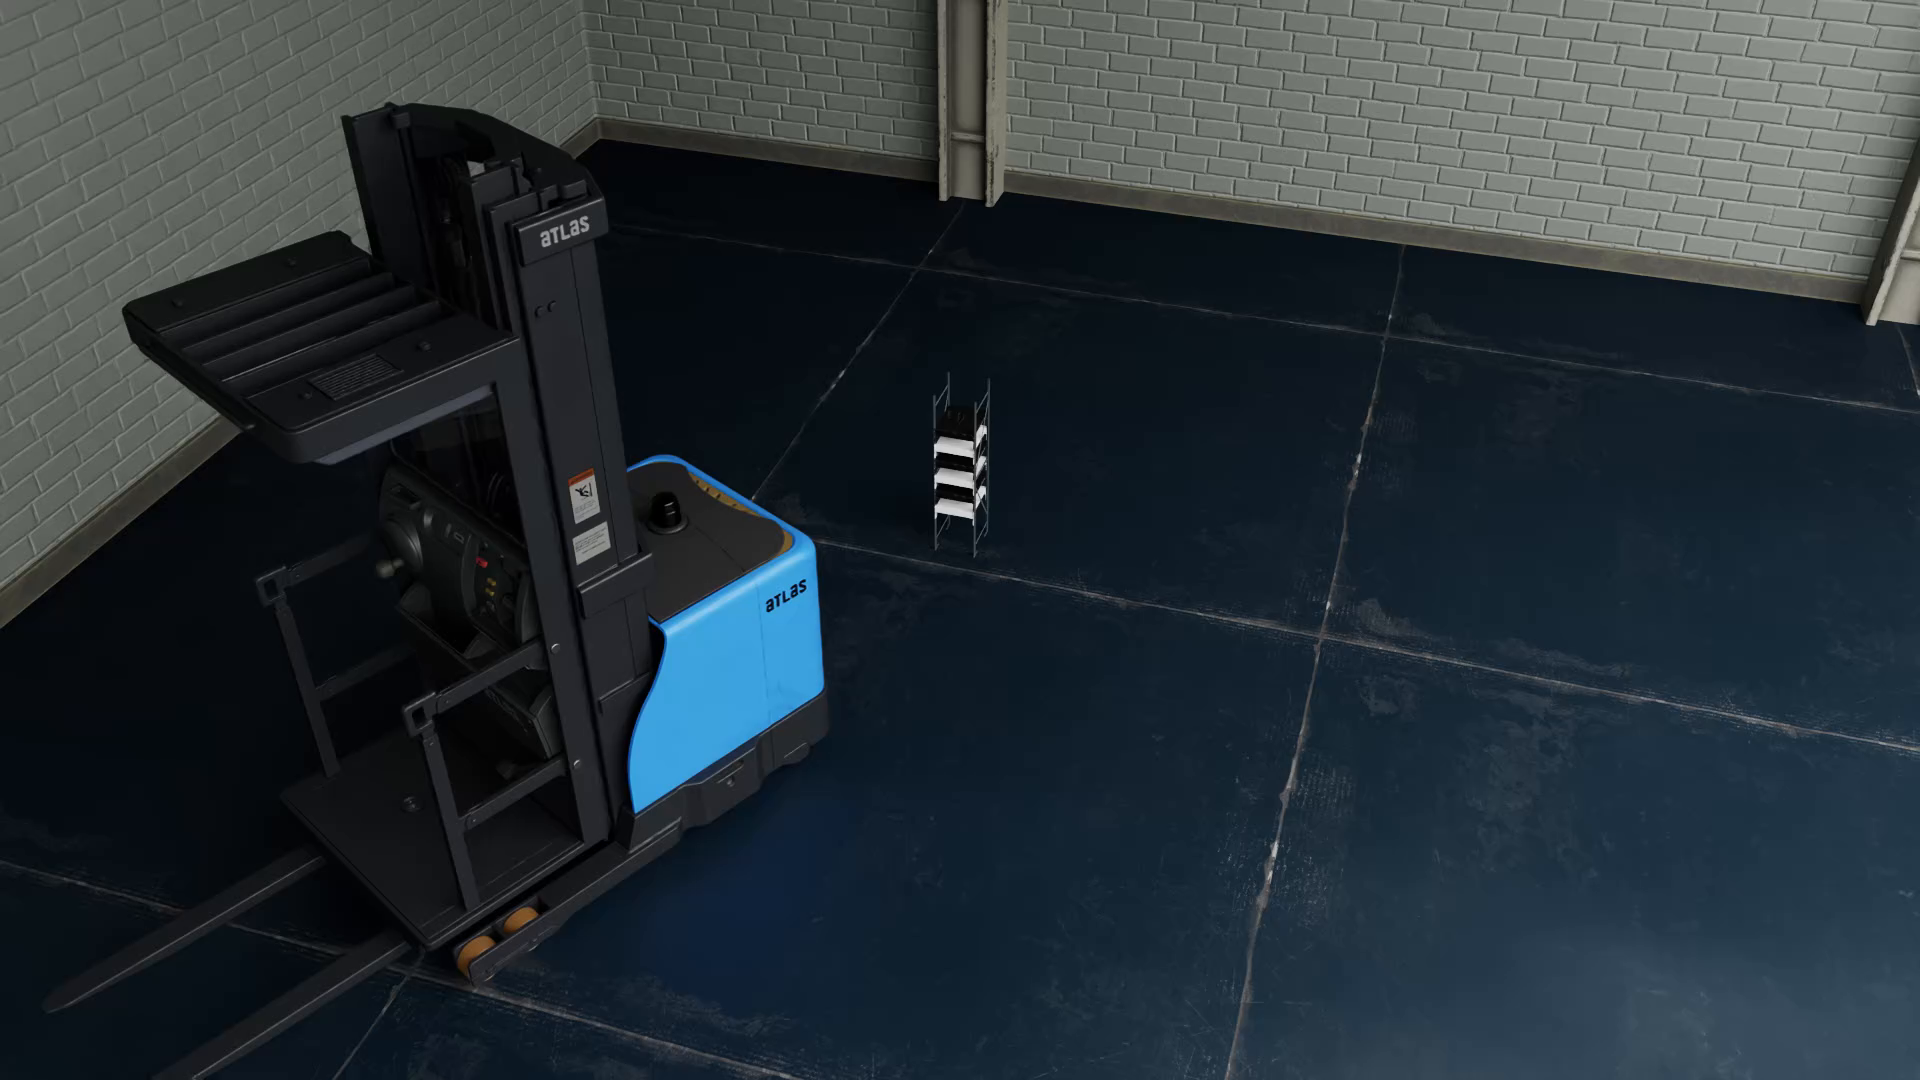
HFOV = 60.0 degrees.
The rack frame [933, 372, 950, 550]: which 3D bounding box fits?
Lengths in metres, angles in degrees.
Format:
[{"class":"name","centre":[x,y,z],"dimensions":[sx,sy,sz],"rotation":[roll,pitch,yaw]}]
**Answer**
[{"class":"rack frame","centre":[-0.089,-0.379,8.191],"dimensions":[0.006,0.900,0.240],"rotation":[10,38,14]}]

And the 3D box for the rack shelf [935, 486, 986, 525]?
[{"class":"rack shelf","centre":[0.008,-0.189,8.293],"dimensions":[0.200,0.077,0.258],"rotation":[10,38,14]}]

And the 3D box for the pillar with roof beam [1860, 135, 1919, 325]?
[{"class":"pillar with roof beam","centre":[4.526,-2.569,4.334],"dimensions":[0.400,9.000,9.100],"rotation":[10,38,14]}]

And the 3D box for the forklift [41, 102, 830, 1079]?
[{"class":"forklift","centre":[-1.945,0.119,5.801],"dimensions":[1.130,2.935,3.031],"rotation":[30,46,34]}]

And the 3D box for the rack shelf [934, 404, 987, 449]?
[{"class":"rack shelf","centre":[0.008,-0.552,8.026],"dimensions":[0.200,0.077,0.258],"rotation":[10,38,14]}]

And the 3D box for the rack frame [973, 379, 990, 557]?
[{"class":"rack frame","centre":[0.105,-0.343,8.142],"dimensions":[0.006,0.900,0.240],"rotation":[10,38,14]}]

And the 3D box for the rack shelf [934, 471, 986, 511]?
[{"class":"rack shelf","centre":[0.008,-0.262,8.239],"dimensions":[0.200,0.077,0.258],"rotation":[10,38,14]}]

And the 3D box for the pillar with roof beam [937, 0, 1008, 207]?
[{"class":"pillar with roof beam","centre":[-1.201,-3.629,5.775],"dimensions":[0.400,9.000,9.100],"rotation":[10,38,14]}]

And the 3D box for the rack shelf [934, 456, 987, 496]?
[{"class":"rack shelf","centre":[0.008,-0.334,8.186],"dimensions":[0.200,0.077,0.258],"rotation":[10,38,14]}]

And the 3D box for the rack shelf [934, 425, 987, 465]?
[{"class":"rack shelf","centre":[0.008,-0.479,8.079],"dimensions":[0.200,0.077,0.258],"rotation":[10,38,14]}]

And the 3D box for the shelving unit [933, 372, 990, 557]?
[{"class":"shelving unit","centre":[0.008,-0.361,8.166],"dimensions":[0.210,0.900,0.258],"rotation":[10,38,14]}]

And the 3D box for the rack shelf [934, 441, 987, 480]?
[{"class":"rack shelf","centre":[0.008,-0.407,8.133],"dimensions":[0.200,0.077,0.258],"rotation":[10,38,14]}]
